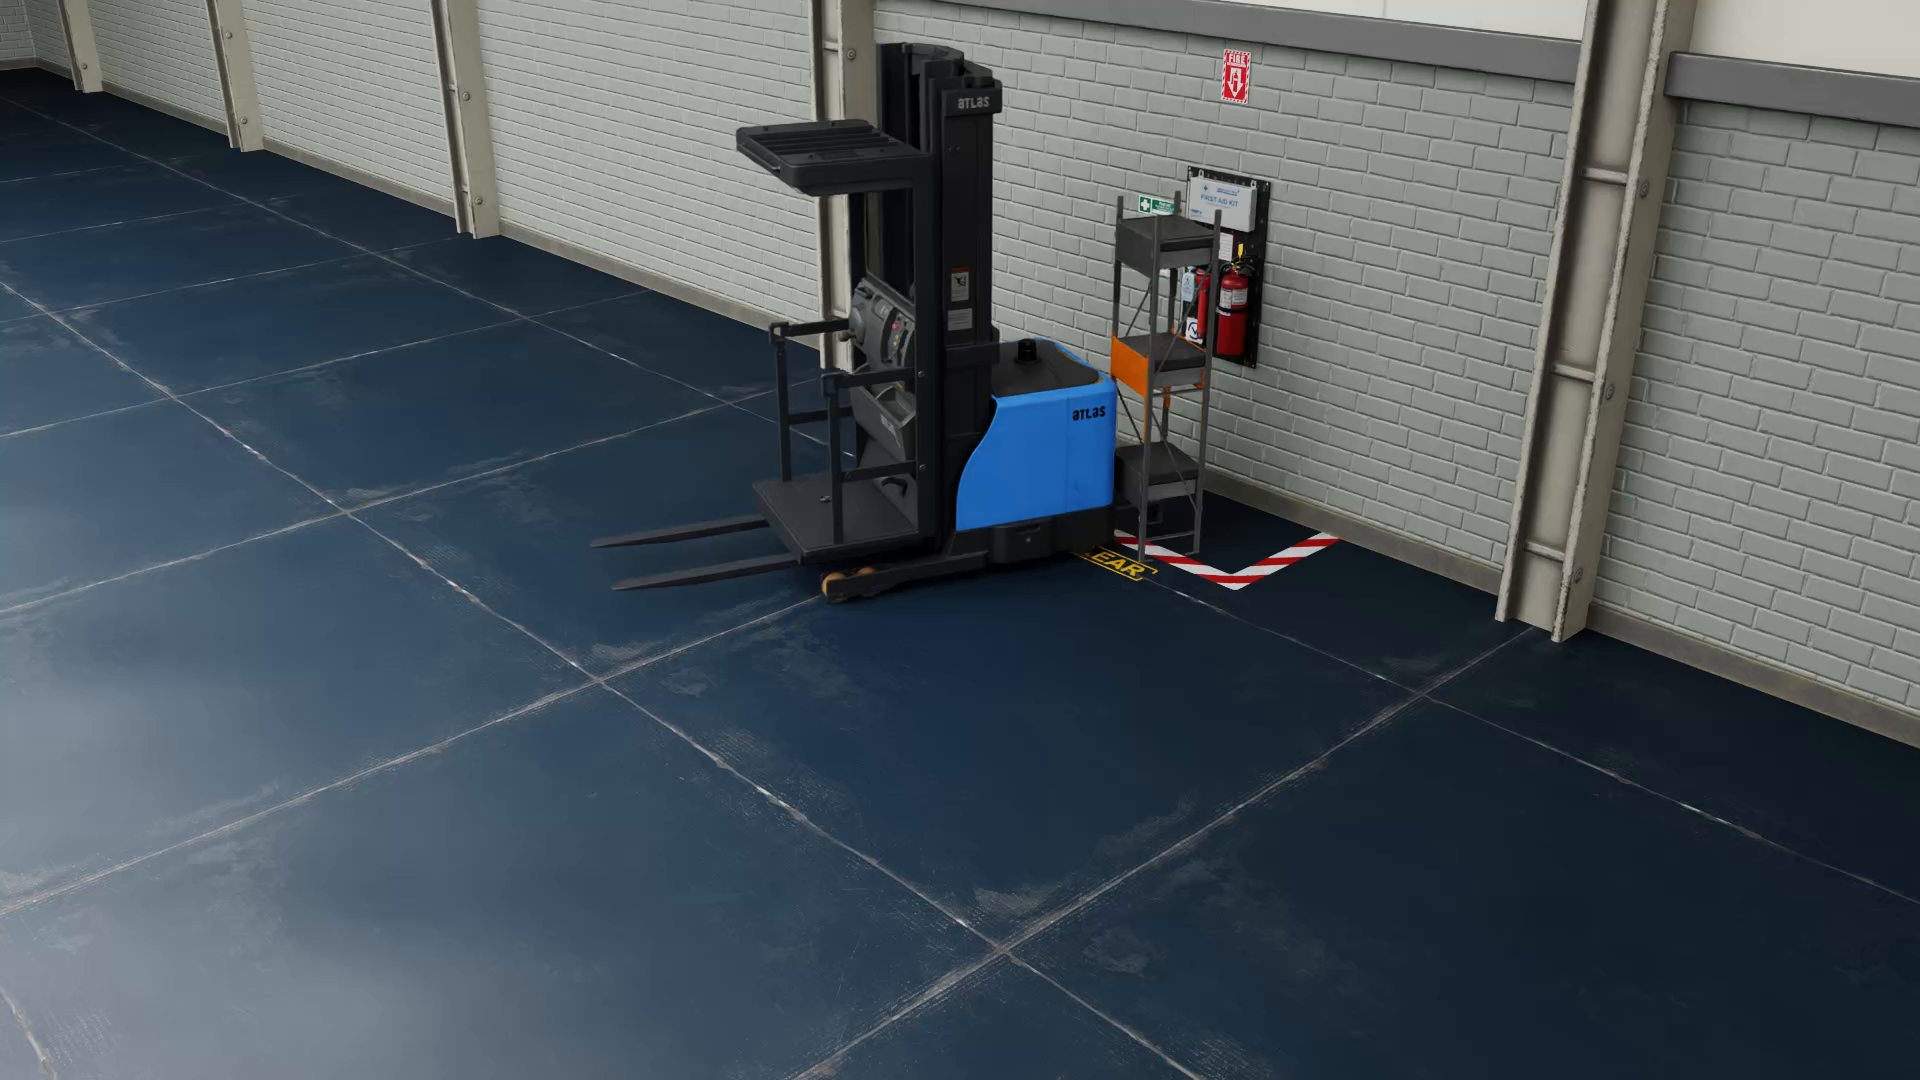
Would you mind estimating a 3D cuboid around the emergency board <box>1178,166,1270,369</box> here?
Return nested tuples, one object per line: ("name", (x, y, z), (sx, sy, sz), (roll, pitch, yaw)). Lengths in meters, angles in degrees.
("emergency board", (1.571, -1.668, 10.292), (0.194, 1.169, 0.643), (-21, 32, -38))

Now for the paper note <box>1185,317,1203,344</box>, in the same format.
("paper note", (1.500, -1.340, 10.636), (0.016, 0.148, 0.142), (-21, 32, -38))

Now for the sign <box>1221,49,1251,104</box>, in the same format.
("sign", (1.638, -2.753, 9.879), (0.001, 0.298, 0.199), (-21, 32, -38))

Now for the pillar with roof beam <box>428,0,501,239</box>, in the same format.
("pillar with roof beam", (-8.113, -6.052, 12.675), (9.100, 9.000, 0.400), (-21, 32, -38))

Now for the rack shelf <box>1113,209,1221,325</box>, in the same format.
("rack shelf", (1.173, -1.565, 9.495), (0.431, 0.518, 0.480), (-9, 26, -18))

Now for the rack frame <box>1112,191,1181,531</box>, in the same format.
("rack frame", (1.088, -1.036, 9.989), (0.400, 2.100, 0.015), (-9, 26, -18))

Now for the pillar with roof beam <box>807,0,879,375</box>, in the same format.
("pillar with roof beam", (-4.012, -4.234, 8.690), (9.100, 9.000, 0.400), (-21, 32, -38))

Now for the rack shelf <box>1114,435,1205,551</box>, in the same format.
("rack shelf", (1.172, -0.292, 10.078), (0.431, 0.518, 0.480), (-9, 26, -18))

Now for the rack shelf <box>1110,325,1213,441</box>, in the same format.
("rack shelf", (1.173, -0.928, 9.786), (0.431, 0.518, 0.480), (-9, 26, -18))

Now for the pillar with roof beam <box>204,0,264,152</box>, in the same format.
("pillar with roof beam", (-12.213, -7.870, 16.659), (9.100, 9.000, 0.400), (-21, 32, -38))

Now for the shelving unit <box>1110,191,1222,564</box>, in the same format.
("shelving unit", (1.173, -0.941, 9.781), (0.431, 2.100, 0.503), (-9, 26, -18))

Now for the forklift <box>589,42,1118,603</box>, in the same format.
("forklift", (-0.631, -1.226, 9.405), (3.031, 2.935, 1.130), (-10, 26, -20))

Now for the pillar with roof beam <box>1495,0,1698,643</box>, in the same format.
("pillar with roof beam", (0.089, -2.417, 4.705), (9.100, 9.000, 0.400), (-21, 32, -38))

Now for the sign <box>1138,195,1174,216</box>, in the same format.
("sign", (1.265, -2.118, 10.598), (0.001, 0.109, 0.331), (-21, 32, -38))

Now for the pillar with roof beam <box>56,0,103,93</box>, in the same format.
("pillar with roof beam", (-16.314, -9.688, 20.644), (9.100, 9.000, 0.400), (-21, 32, -38))

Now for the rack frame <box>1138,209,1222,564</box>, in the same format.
("rack frame", (1.258, -0.845, 9.573), (0.400, 2.100, 0.015), (-9, 26, -18))

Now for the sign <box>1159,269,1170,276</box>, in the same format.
("sign", (1.268, -1.881, 10.716), (0.001, 0.329, 0.234), (-21, 32, -38))
